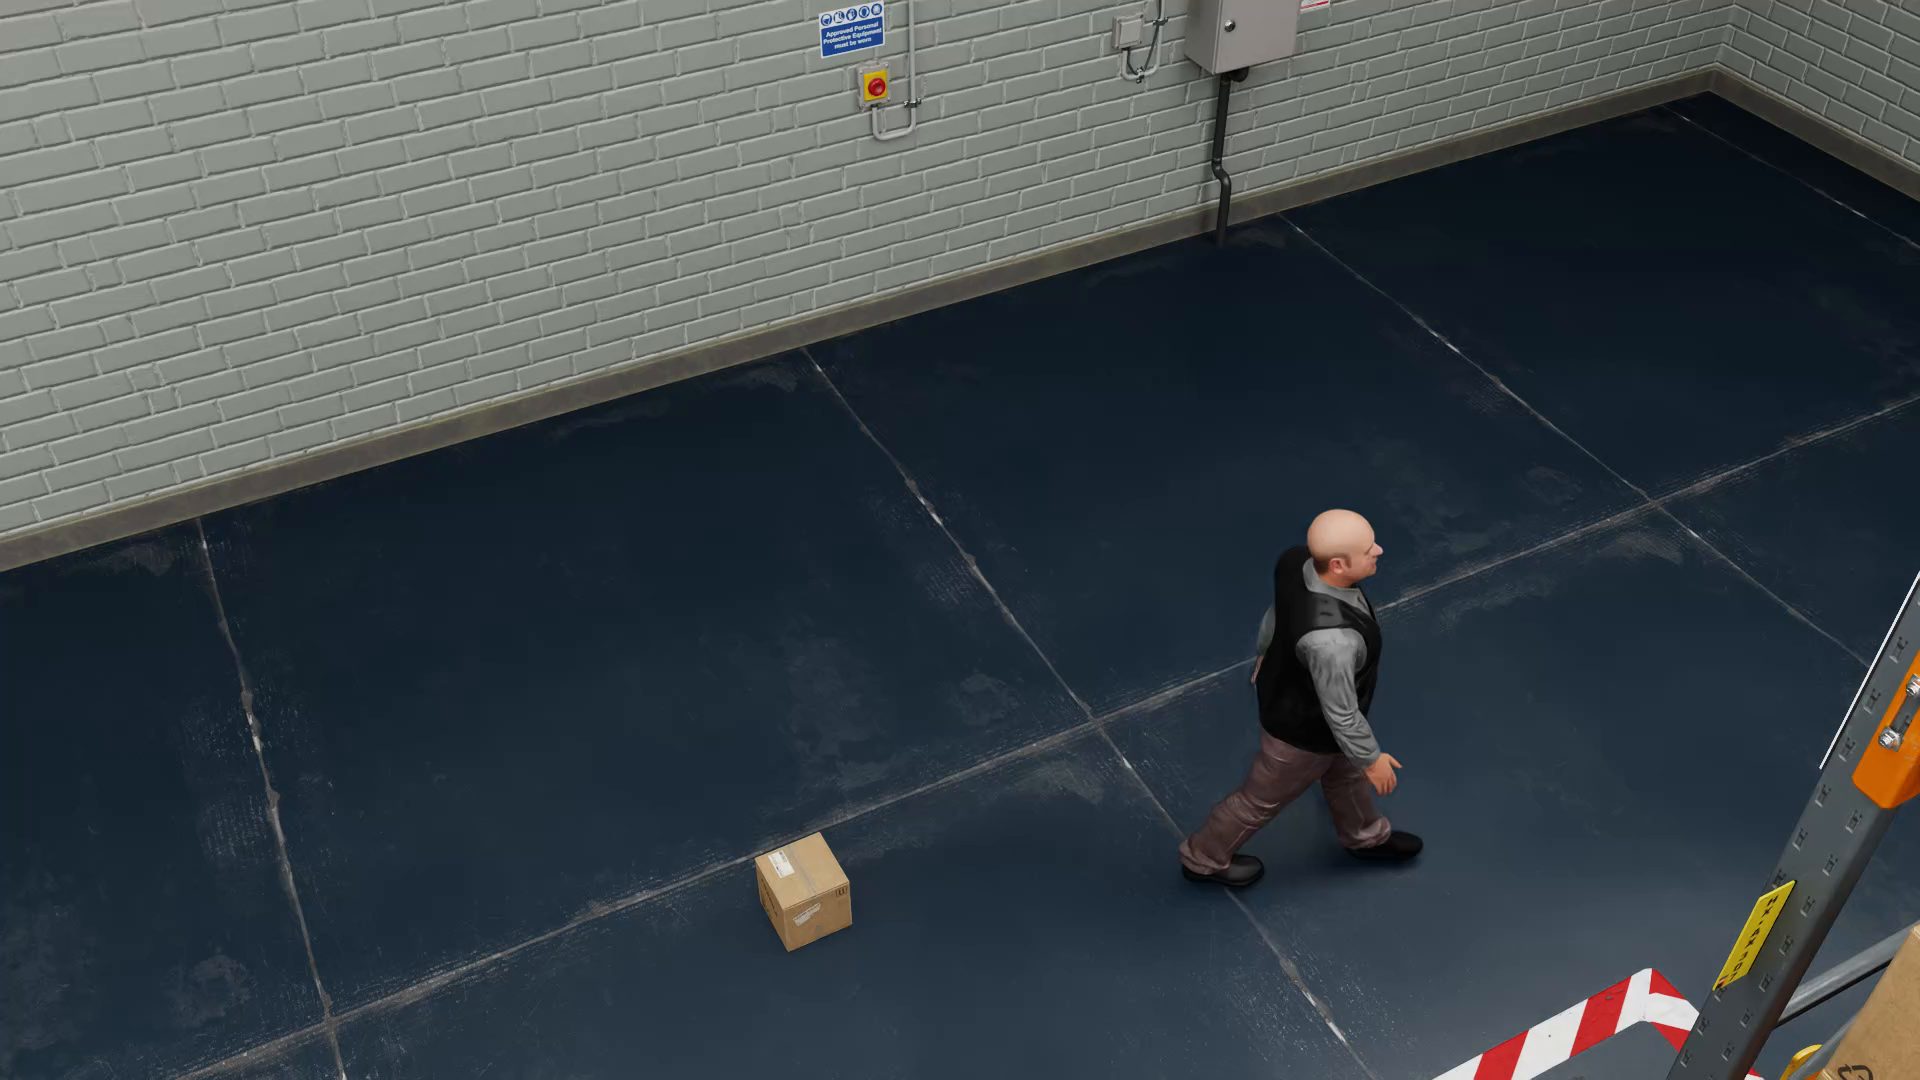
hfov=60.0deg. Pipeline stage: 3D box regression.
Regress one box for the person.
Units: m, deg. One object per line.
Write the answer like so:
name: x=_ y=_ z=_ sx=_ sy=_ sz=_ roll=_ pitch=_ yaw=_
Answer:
person: x=1.239 y=0.582 z=5.488 sx=0.911 sy=1.696 sz=0.583 roll=3 pitch=41 yaw=4
